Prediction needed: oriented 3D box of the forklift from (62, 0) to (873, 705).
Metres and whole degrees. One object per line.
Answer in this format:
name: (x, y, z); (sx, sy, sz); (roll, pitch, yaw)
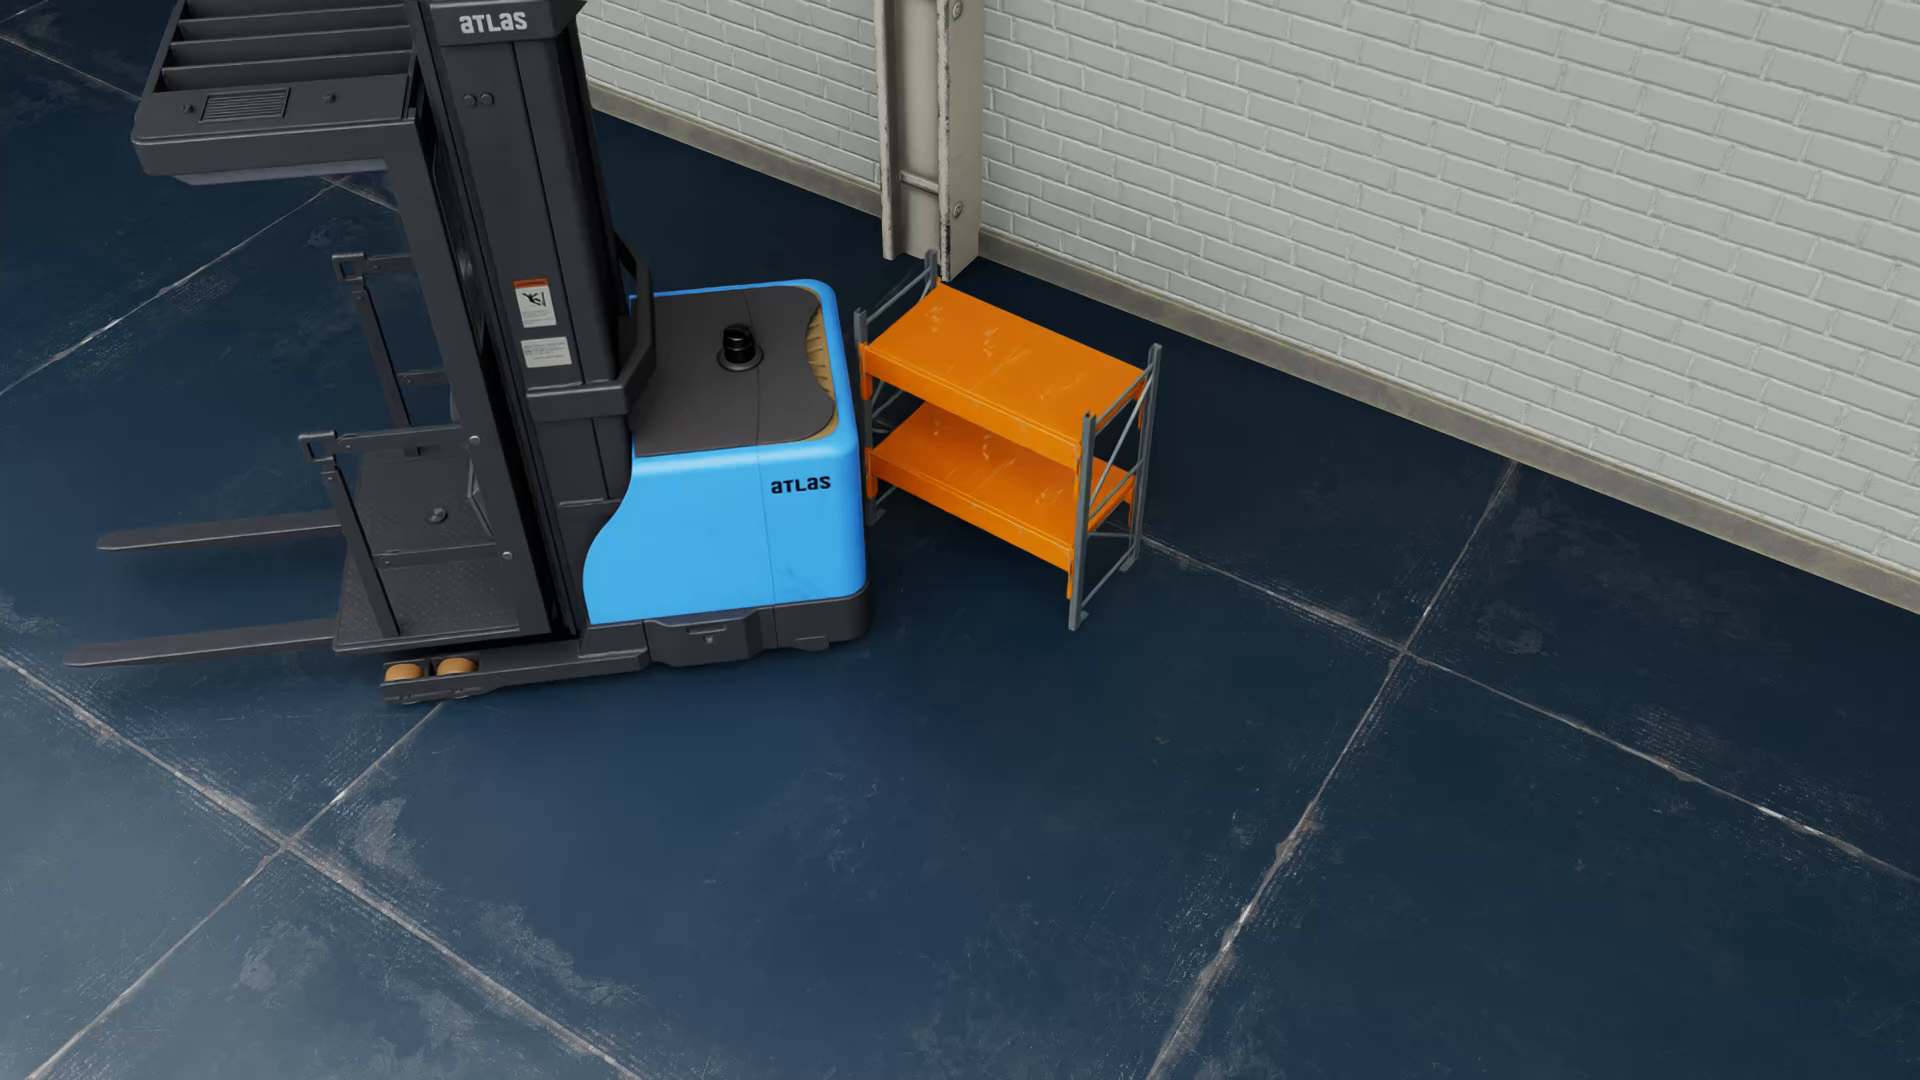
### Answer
forklift: (-1.907, -0.801, 5.707); (3.031, 2.935, 1.130); (-6, 46, -6)

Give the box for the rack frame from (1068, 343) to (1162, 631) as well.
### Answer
rack frame: (0.586, -0.181, 6.363); (0.032, 1.125, 0.500); (27, 52, 24)

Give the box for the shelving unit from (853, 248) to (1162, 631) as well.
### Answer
shelving unit: (0.171, -0.391, 6.567); (1.048, 1.125, 0.538); (27, 52, 24)

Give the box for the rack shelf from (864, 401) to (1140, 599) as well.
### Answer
rack shelf: (0.171, -0.220, 6.742); (1.000, 0.278, 0.538); (27, 52, 24)

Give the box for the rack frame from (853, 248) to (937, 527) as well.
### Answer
rack frame: (-0.245, -0.600, 6.771); (0.032, 1.125, 0.500); (27, 52, 24)

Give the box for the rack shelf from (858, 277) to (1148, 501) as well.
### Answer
rack shelf: (0.171, -0.594, 6.357); (1.000, 0.278, 0.538); (27, 52, 24)

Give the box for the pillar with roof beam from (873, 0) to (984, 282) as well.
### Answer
pillar with roof beam: (-2.464, -1.976, 2.617); (0.400, 9.000, 9.100); (25, 51, 22)
